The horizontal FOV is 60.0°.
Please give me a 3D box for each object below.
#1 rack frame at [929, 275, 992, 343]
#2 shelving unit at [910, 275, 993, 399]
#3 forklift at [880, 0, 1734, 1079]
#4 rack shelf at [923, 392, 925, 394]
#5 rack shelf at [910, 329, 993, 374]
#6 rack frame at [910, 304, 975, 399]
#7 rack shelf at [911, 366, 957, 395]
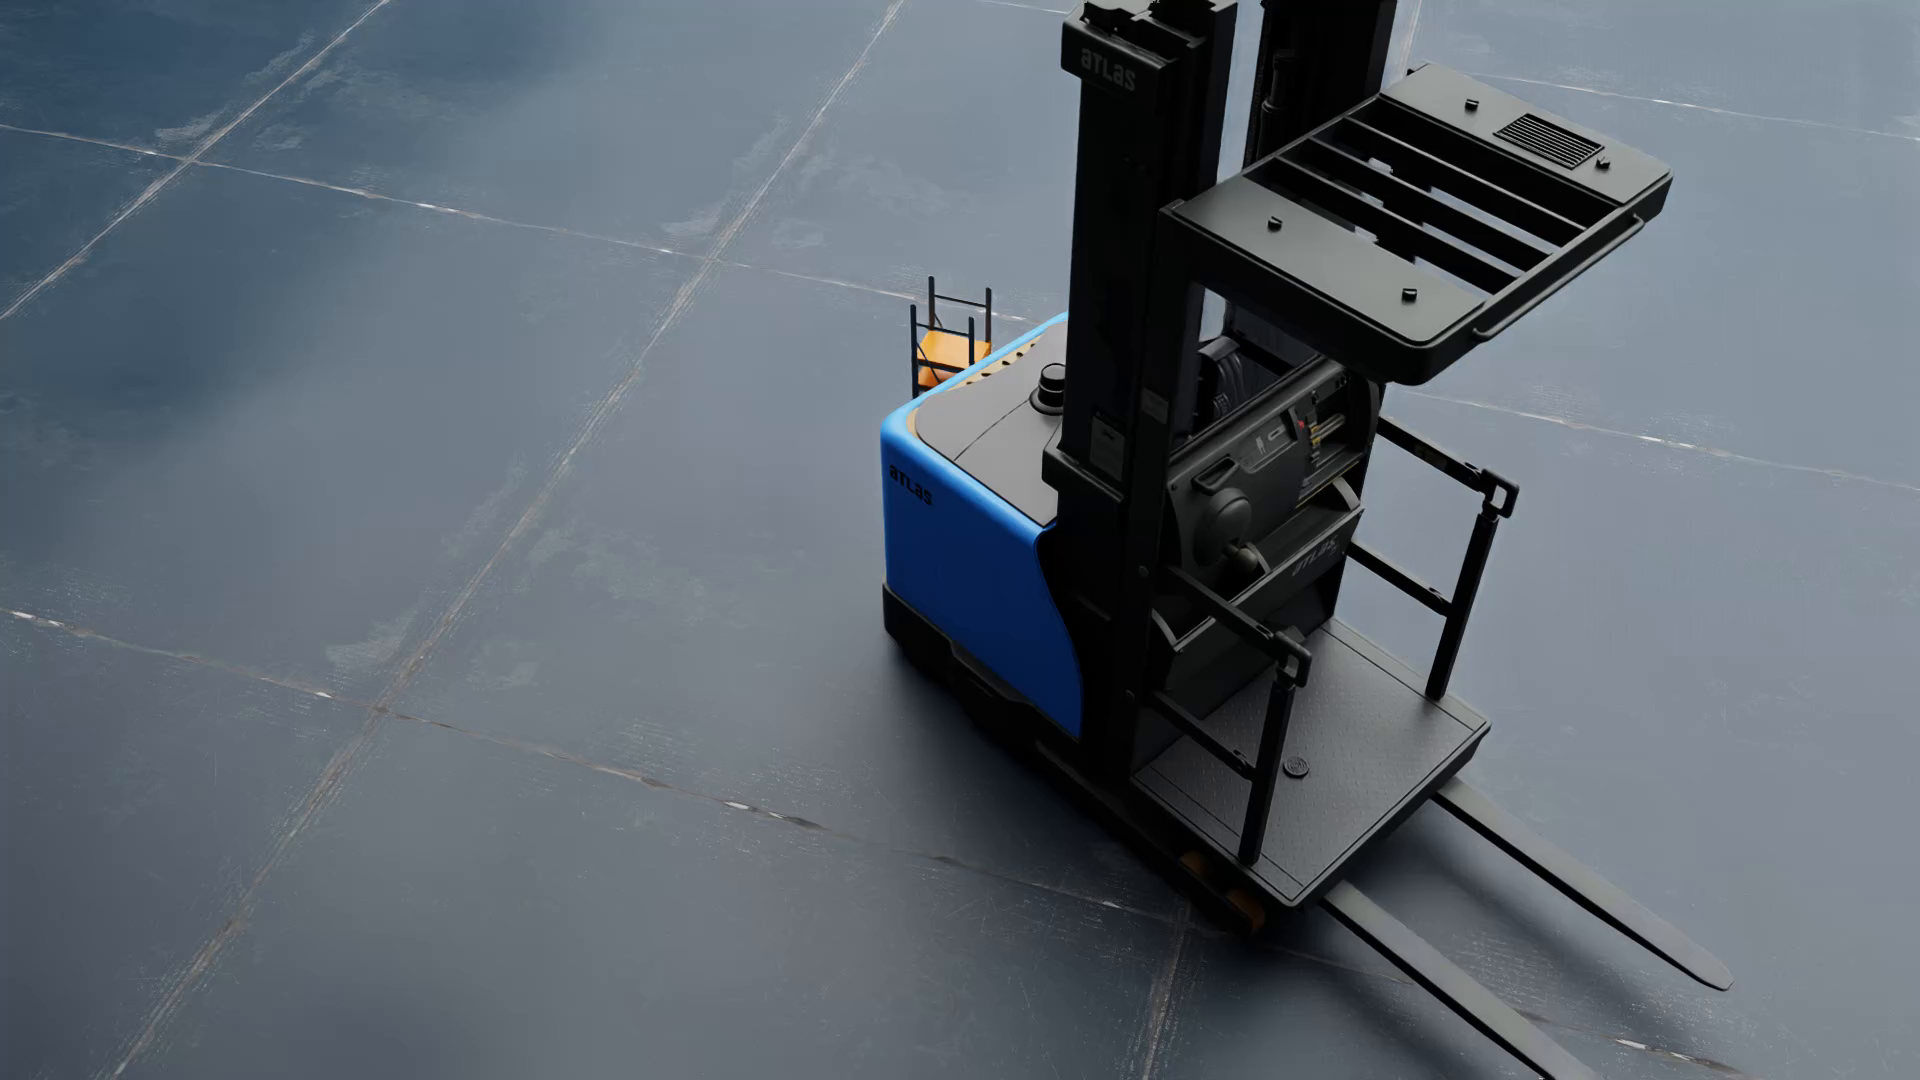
[{"bbox_3d":[0.003,-0.497,6.399,0.240,1.200,0.006,14,46,14],"label":"rack frame"},{"bbox_3d":[-0.029,-0.437,6.338,0.258,1.200,0.189,14,46,14],"label":"shelving unit"},{"bbox_3d":[1.084,-0.164,4.822,1.130,2.935,3.031,-33,53,-29],"label":"forklift"},{"bbox_3d":[-0.029,-0.492,6.285,0.258,0.103,0.180,14,46,14],"label":"rack shelf"},{"bbox_3d":[-0.030,-0.664,6.118,0.258,0.103,0.180,14,46,14],"label":"rack shelf"},{"bbox_3d":[-0.060,-0.377,6.276,0.240,1.200,0.006,14,46,14],"label":"rack frame"},{"bbox_3d":[-0.029,-0.578,6.201,0.258,0.103,0.180,14,46,14],"label":"rack shelf"}]
